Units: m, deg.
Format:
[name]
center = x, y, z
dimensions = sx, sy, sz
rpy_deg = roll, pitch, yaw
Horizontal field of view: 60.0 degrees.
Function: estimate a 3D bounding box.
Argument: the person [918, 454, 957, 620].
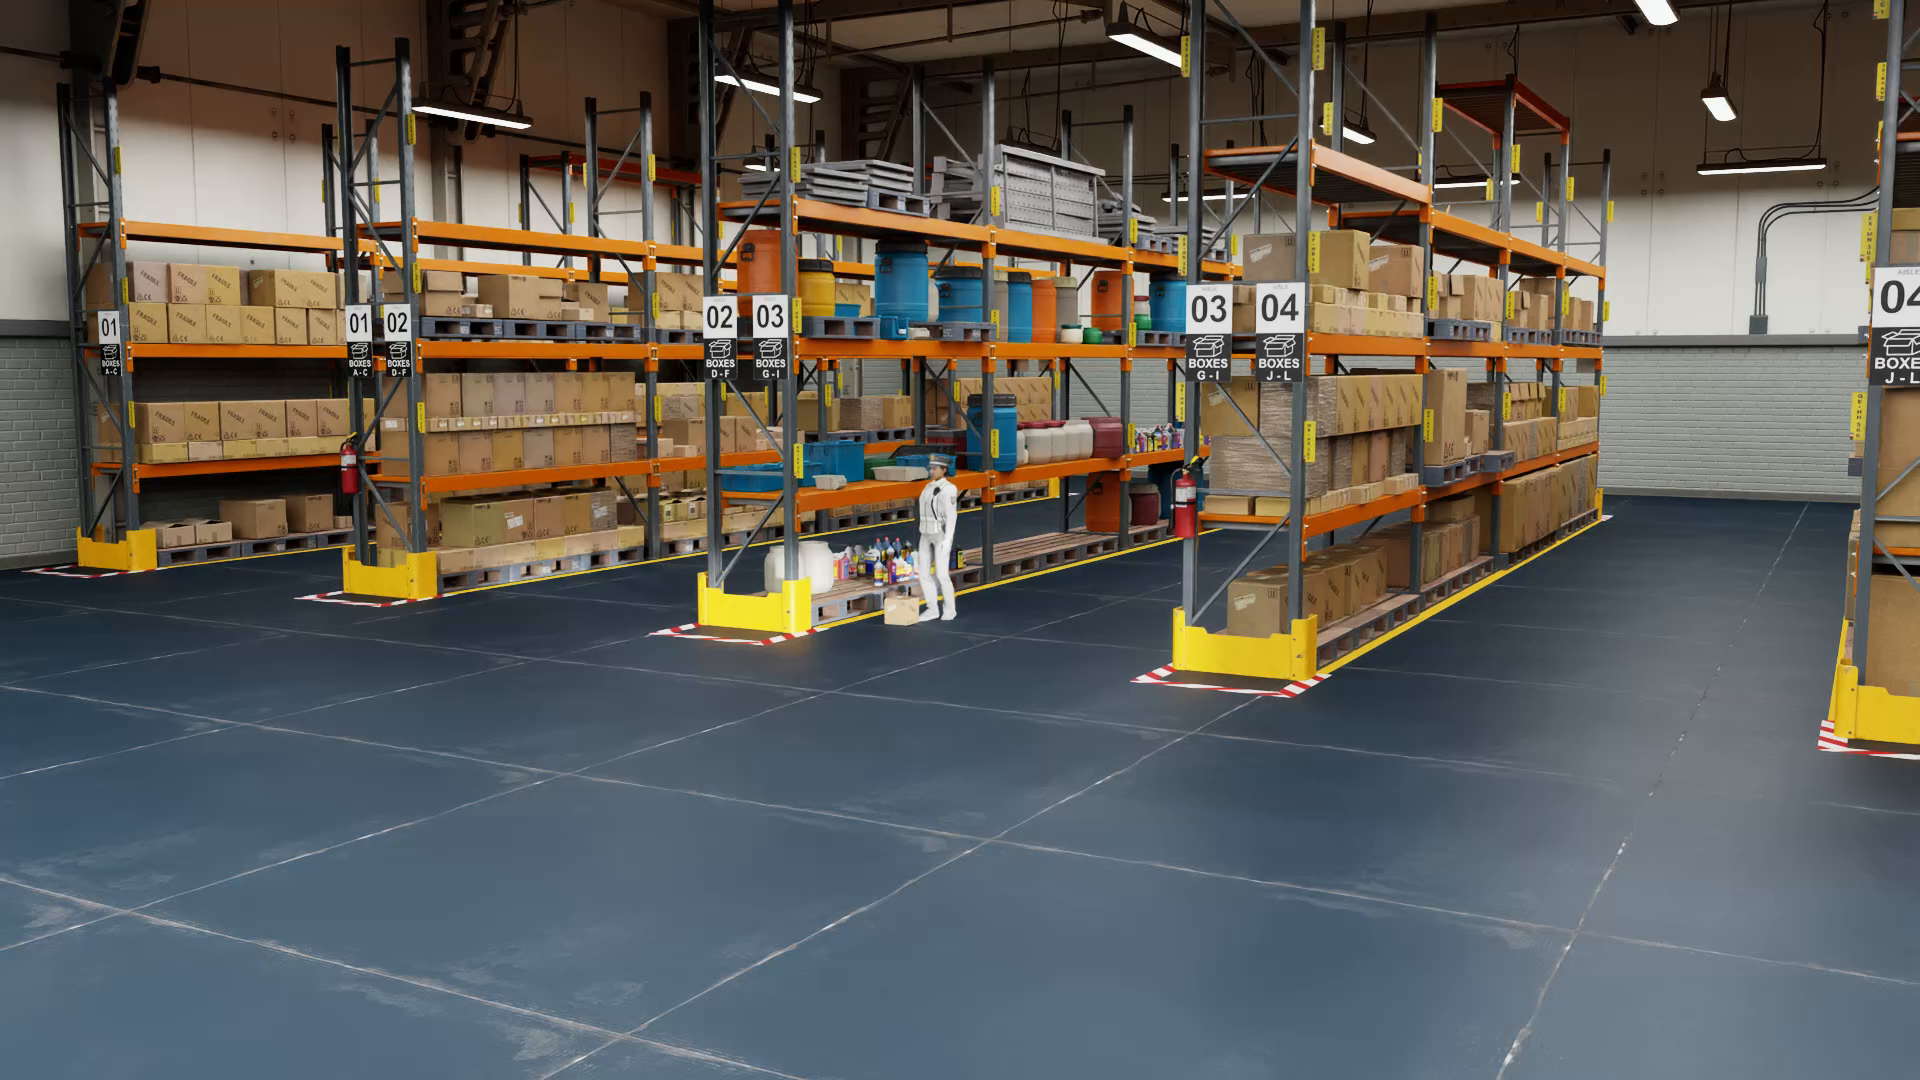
[person]
center = -0.239, 0.000, 16.648
dimensions = 0.384, 1.730, 0.489
rpy_deg = -5, 8, -40
